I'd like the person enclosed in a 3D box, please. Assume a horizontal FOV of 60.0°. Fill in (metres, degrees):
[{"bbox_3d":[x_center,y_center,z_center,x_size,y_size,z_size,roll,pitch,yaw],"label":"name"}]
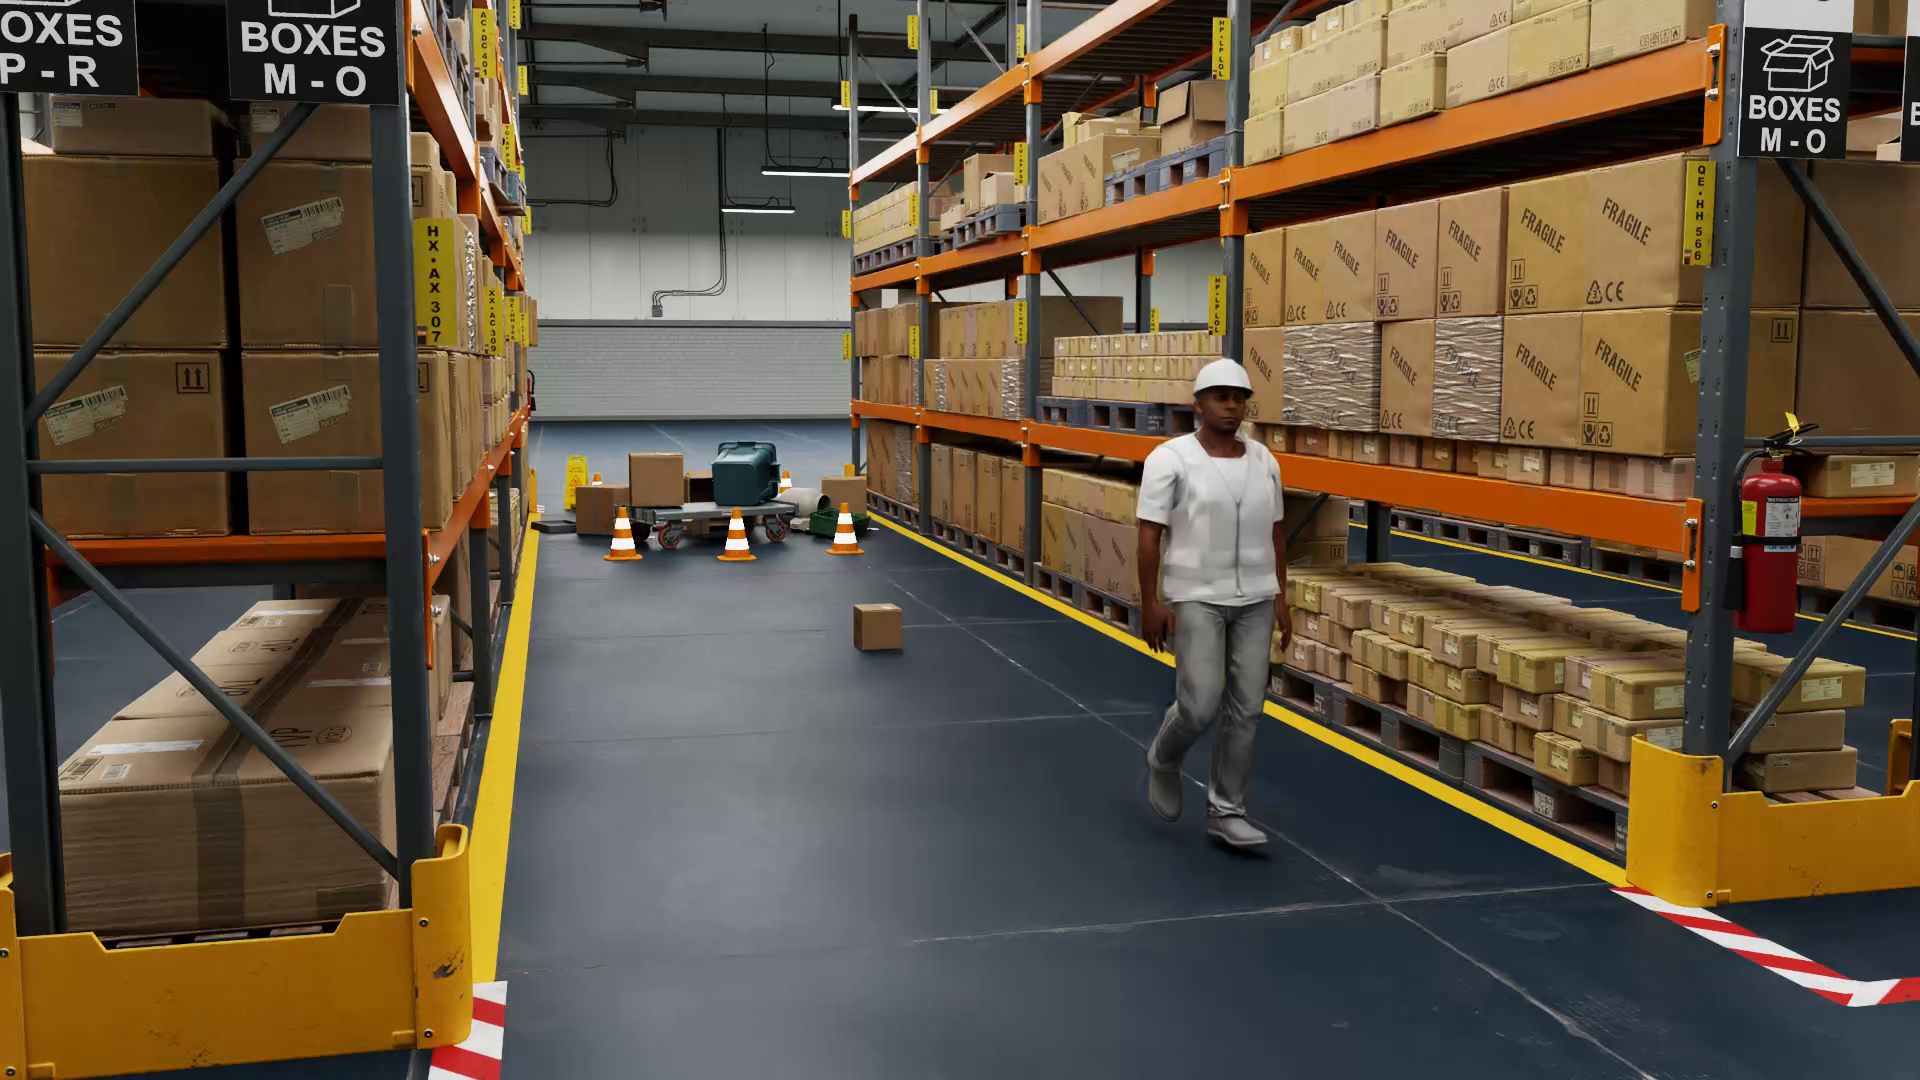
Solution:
[{"bbox_3d":[0.925,0.221,6.062,0.579,1.757,0.552,-2,6,-17],"label":"person"}]
